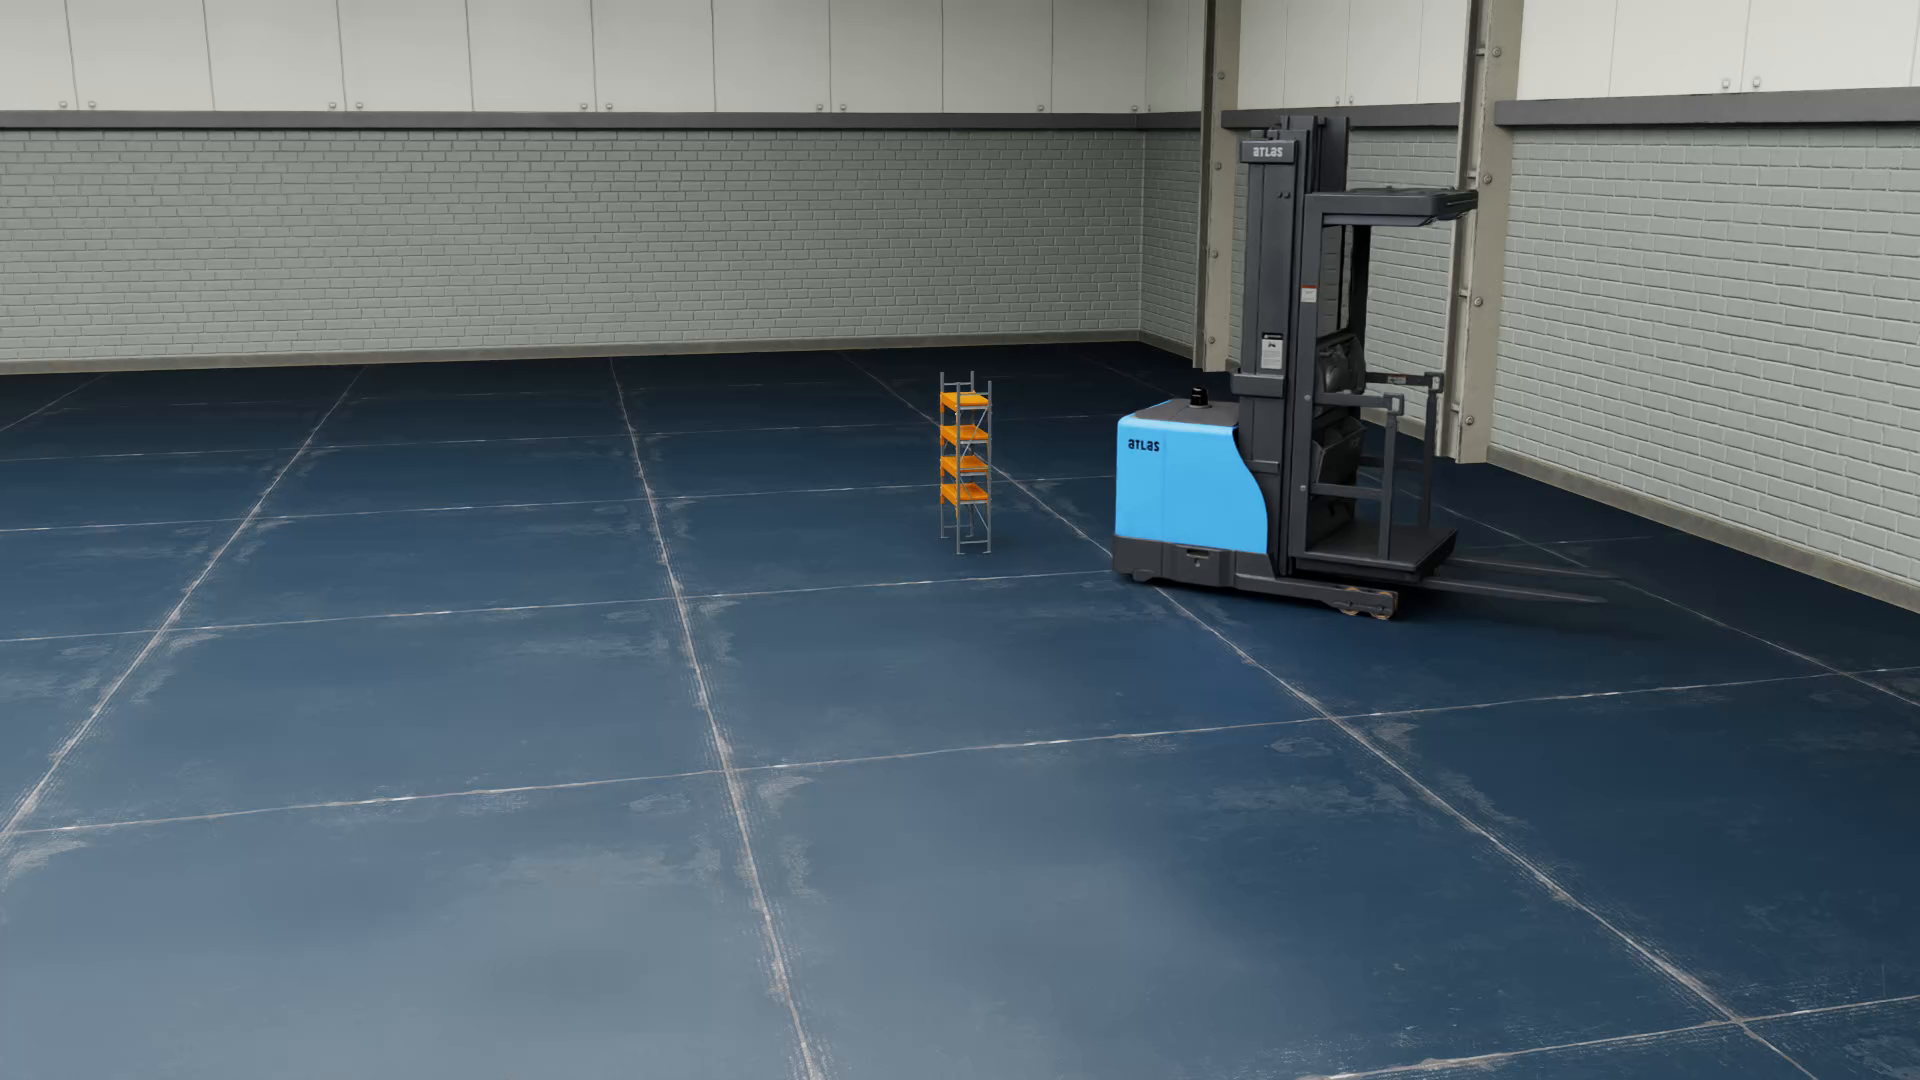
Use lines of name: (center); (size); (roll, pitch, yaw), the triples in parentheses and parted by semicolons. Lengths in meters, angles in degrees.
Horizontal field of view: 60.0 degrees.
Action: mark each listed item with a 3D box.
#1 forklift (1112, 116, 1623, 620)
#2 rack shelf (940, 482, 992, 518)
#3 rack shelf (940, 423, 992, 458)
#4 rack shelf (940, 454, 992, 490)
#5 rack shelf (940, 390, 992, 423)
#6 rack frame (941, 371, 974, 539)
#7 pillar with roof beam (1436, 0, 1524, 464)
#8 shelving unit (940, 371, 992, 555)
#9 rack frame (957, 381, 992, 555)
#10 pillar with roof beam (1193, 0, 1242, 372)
forklift: (2.534, -1.091, 10.215); (3.031, 2.935, 1.130); (7, 16, 28)
rack shelf: (0.039, -0.286, 11.691); (0.258, 0.148, 0.480); (-3, 14, -13)
rack shelf: (0.039, -0.697, 11.591); (0.258, 0.148, 0.480); (-3, 14, -13)
rack shelf: (0.039, -0.479, 11.644); (0.258, 0.148, 0.480); (-3, 14, -13)
rack shelf: (0.039, -0.926, 11.535); (0.258, 0.148, 0.480); (-3, 14, -13)
rack frame: (-0.018, -0.601, 11.859); (0.240, 1.200, 0.015); (-3, 14, -13)
pillar with roof beam: (0.320, -4.861, 12.861); (9.100, 9.000, 0.400); (-3, 14, -13)
shelving unit: (0.039, -0.545, 11.628); (0.258, 1.200, 0.503); (-3, 14, -13)
rack frame: (0.096, -0.488, 11.398); (0.240, 1.200, 0.015); (-3, 14, -13)
pillar with roof beam: (-1.089, -6.245, 18.527); (9.100, 9.000, 0.400); (-3, 14, -13)
